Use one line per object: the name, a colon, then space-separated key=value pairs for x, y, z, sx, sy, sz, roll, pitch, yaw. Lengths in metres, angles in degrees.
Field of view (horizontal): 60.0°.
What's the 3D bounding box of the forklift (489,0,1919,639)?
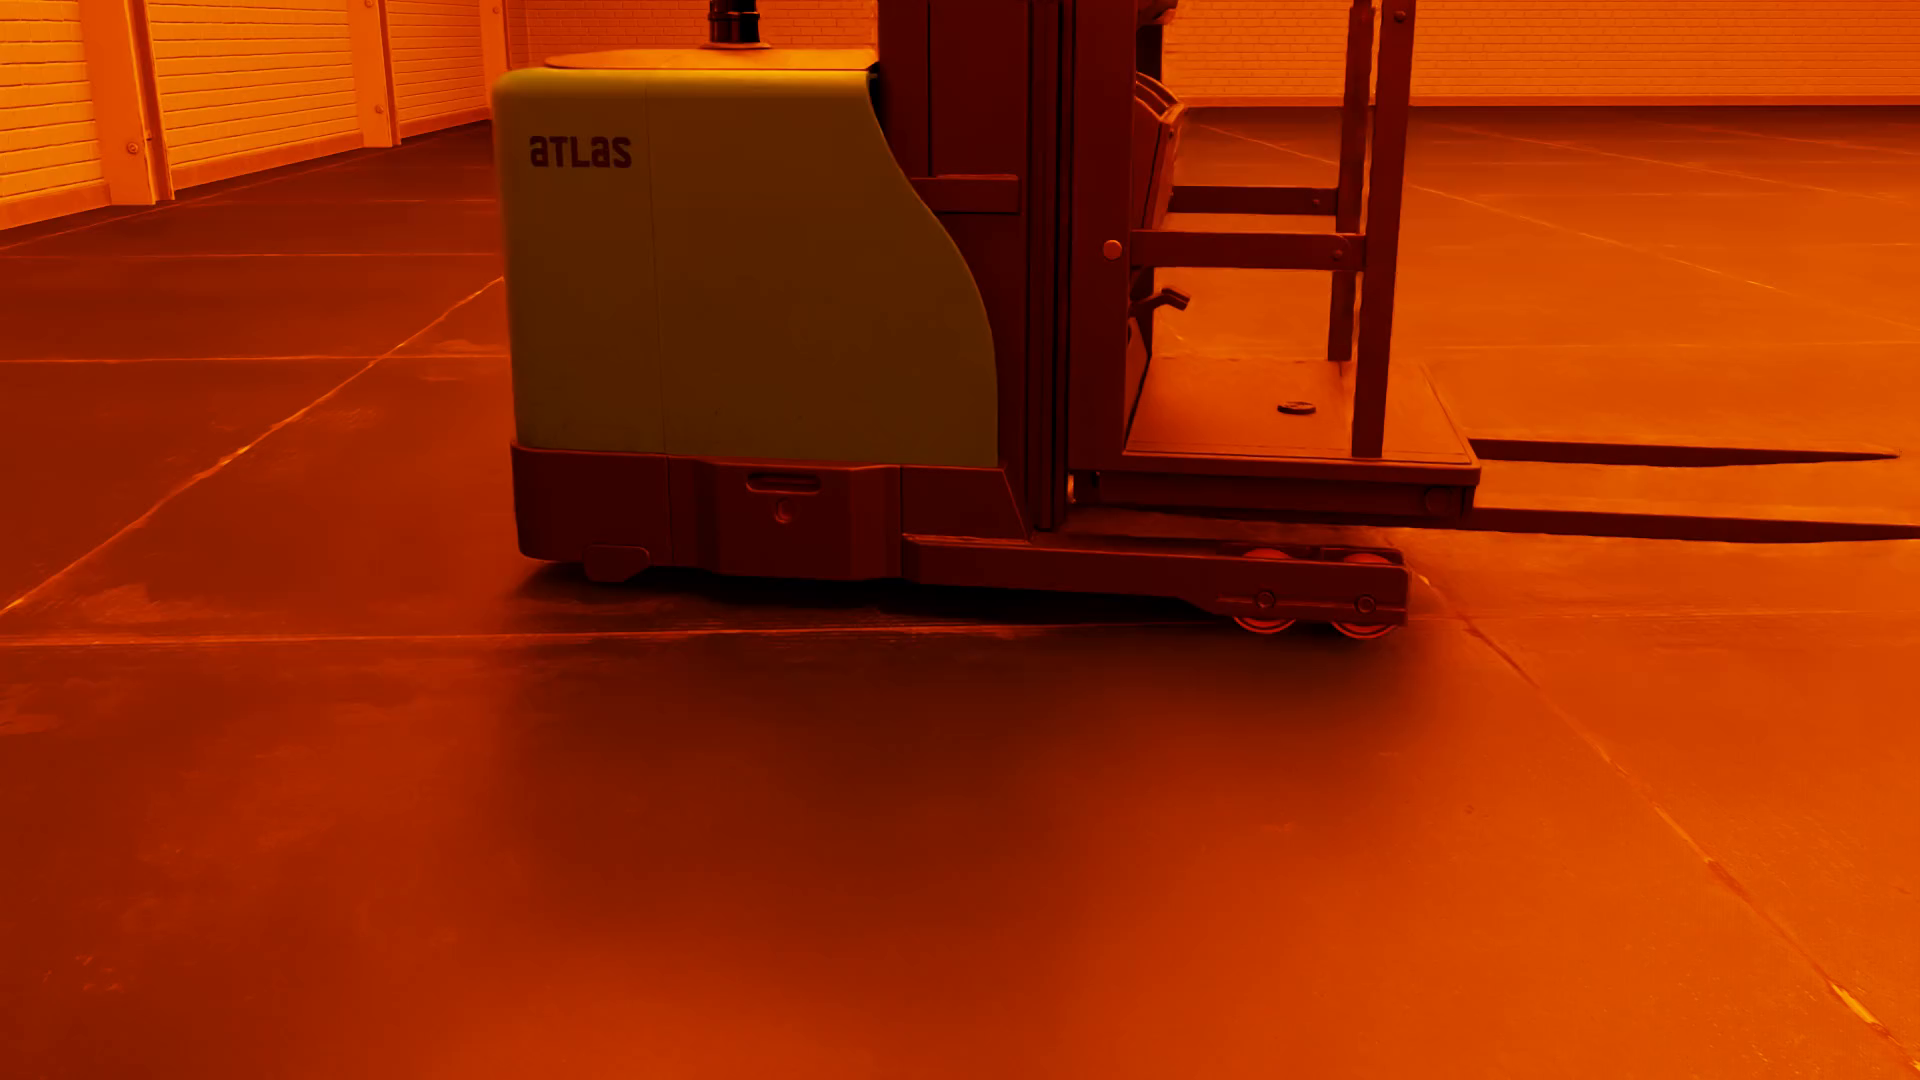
forklift: x=0.603 y=-1.374 z=3.398 sx=3.031 sy=2.935 sz=1.130 roll=3 pitch=17 yaw=9
